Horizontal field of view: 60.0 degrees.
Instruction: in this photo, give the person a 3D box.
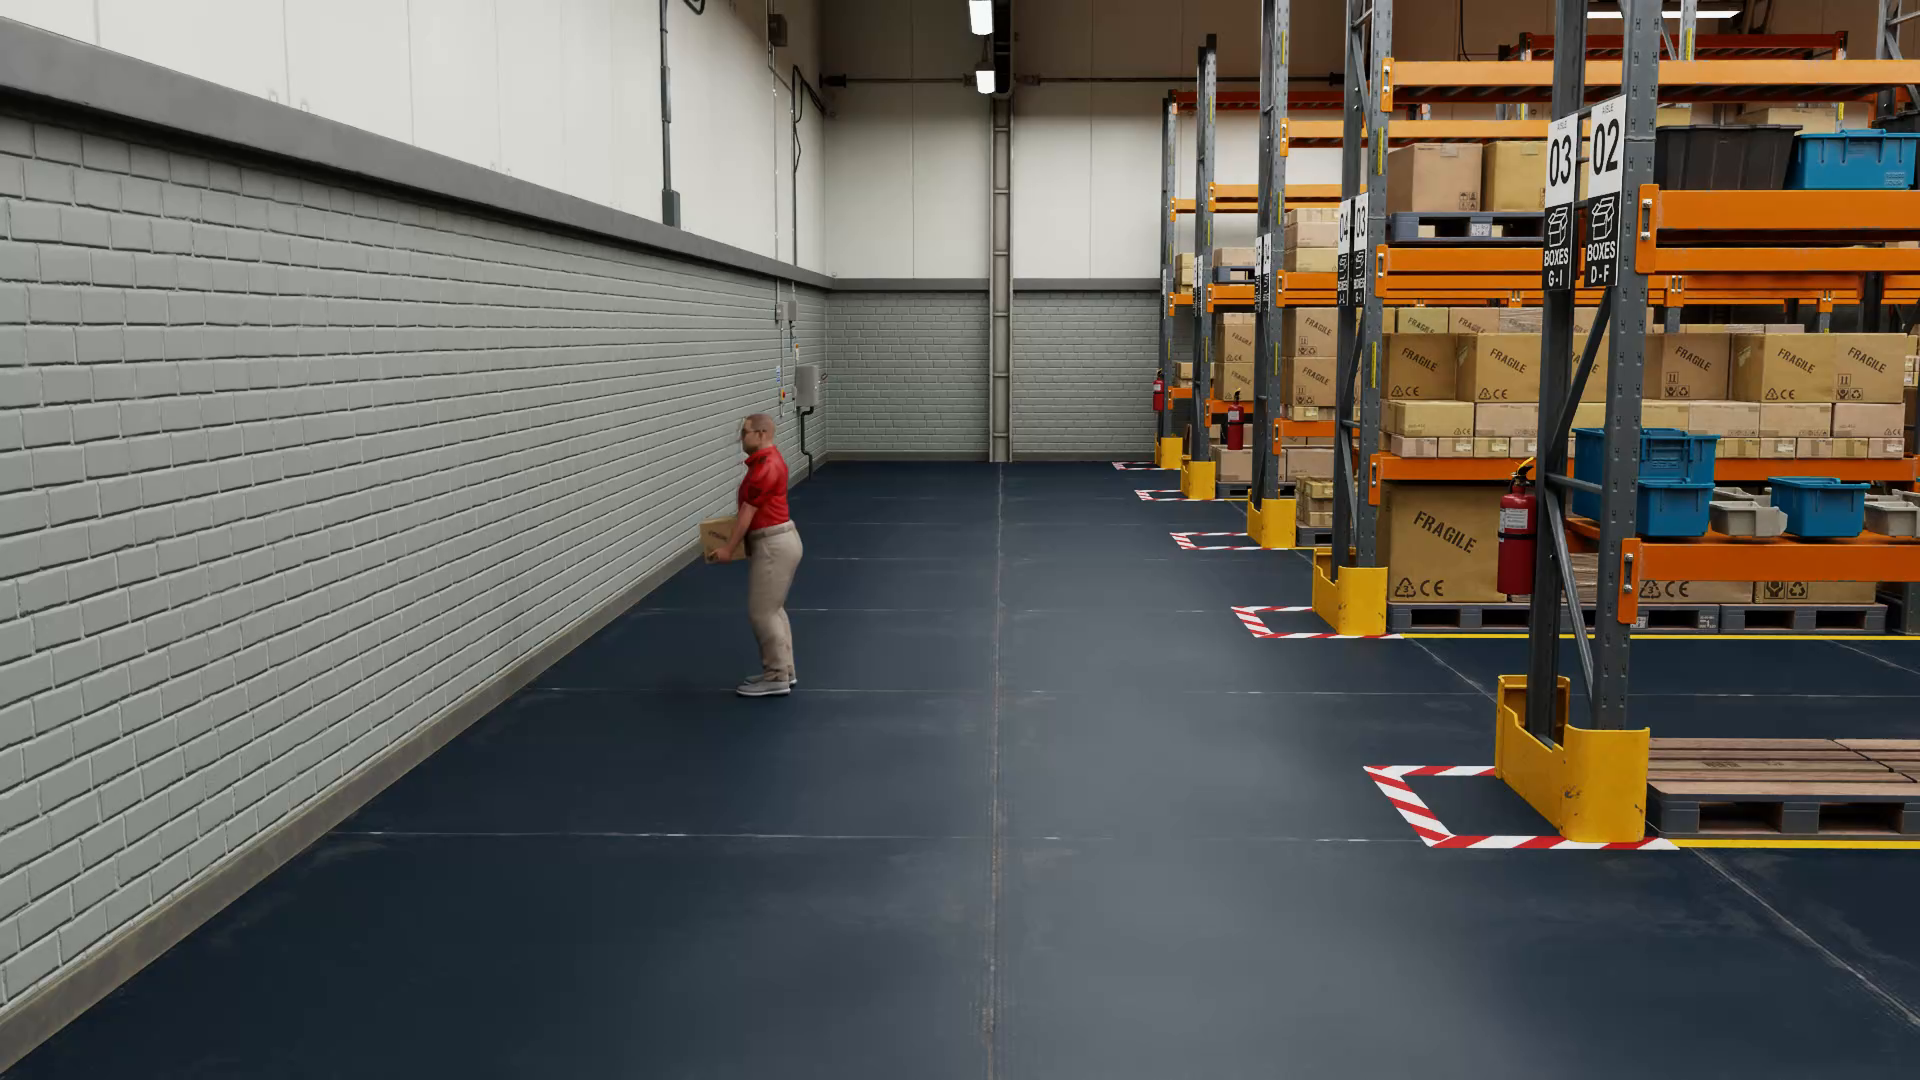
[{"bbox_3d":[-1.255,0.132,10.214,0.557,1.630,0.488,0,7,0],"label":"person"}]
